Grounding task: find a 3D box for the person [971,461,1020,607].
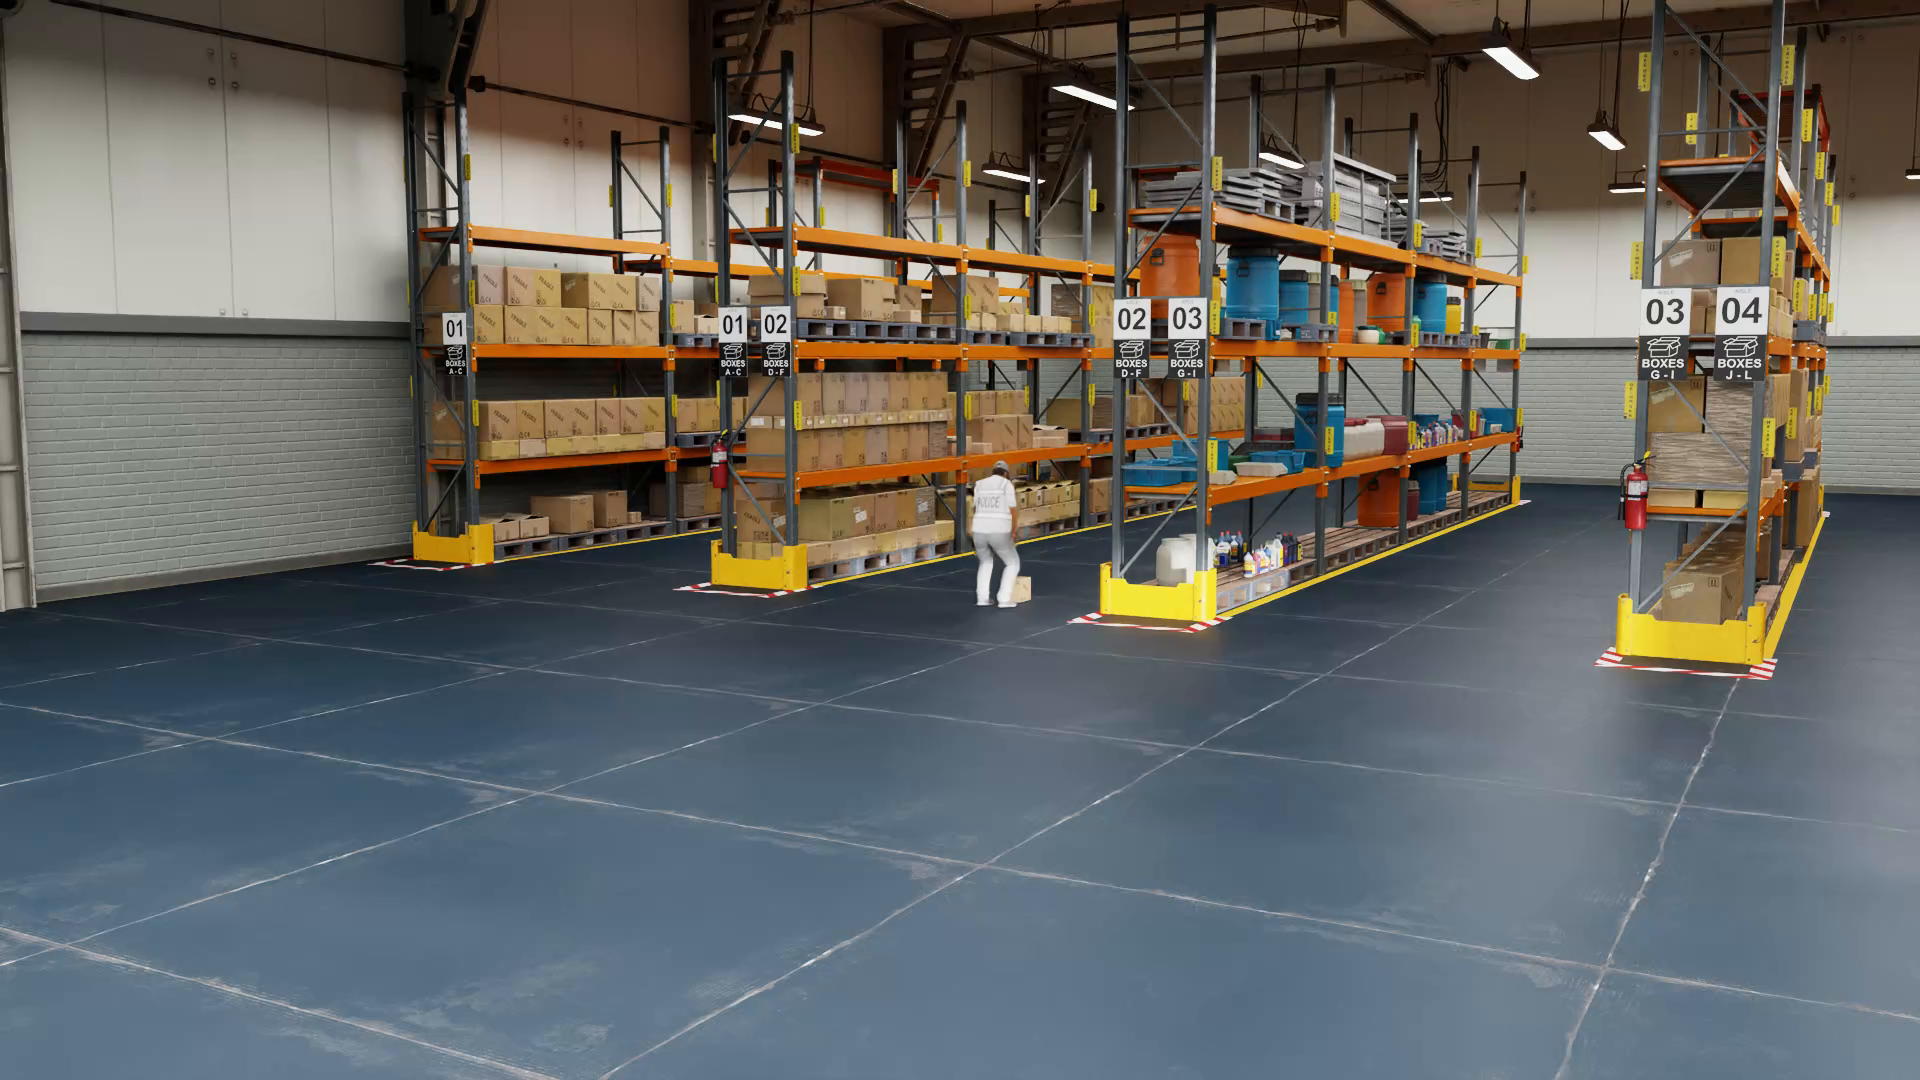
[{"bbox_3d":[0.359,-0.061,17.590,0.519,1.541,0.591,3,7,30],"label":"person"}]
